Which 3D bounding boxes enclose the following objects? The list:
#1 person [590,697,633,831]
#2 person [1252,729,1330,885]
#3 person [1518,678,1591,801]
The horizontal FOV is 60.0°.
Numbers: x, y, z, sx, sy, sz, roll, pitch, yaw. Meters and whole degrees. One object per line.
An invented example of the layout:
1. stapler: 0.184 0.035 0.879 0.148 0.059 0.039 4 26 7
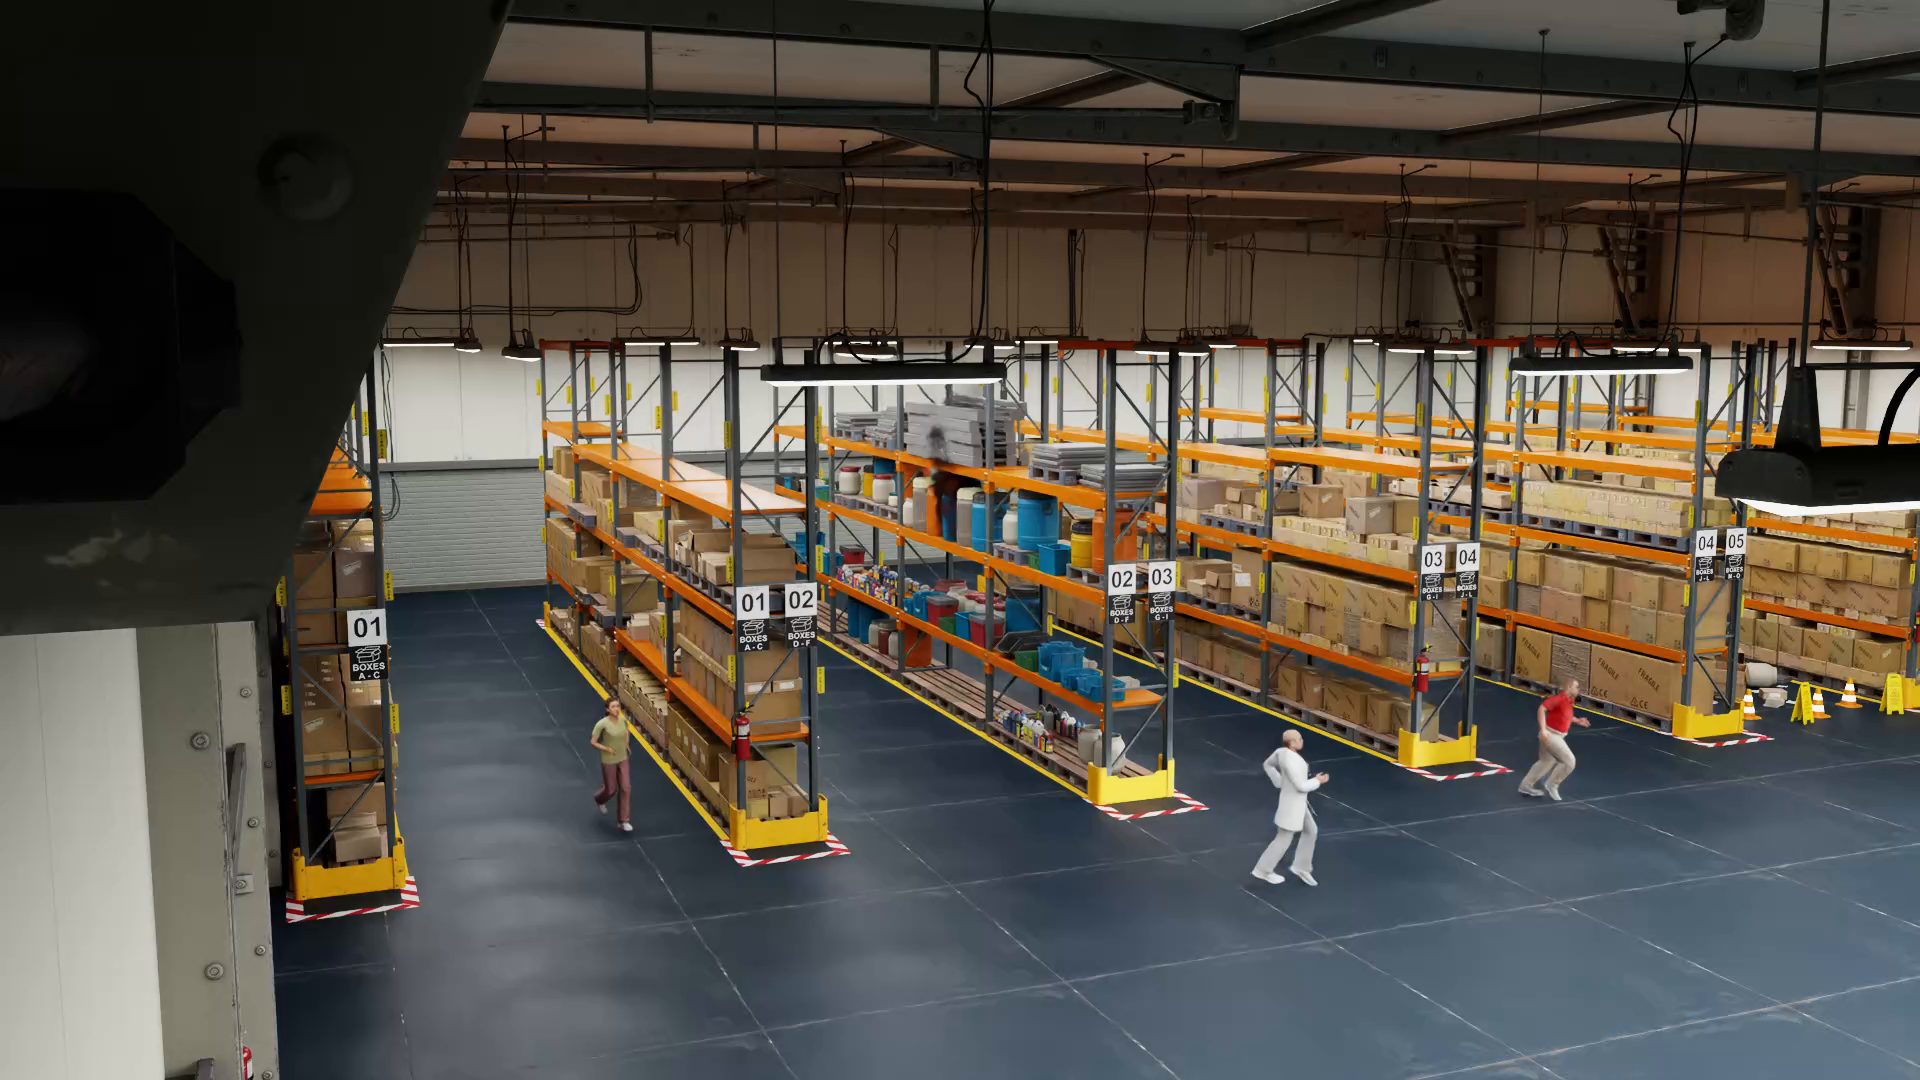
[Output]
1. person: -4.355 2.780 20.931 0.590 1.643 0.880 -6 9 -37
2. person: 3.719 3.032 18.699 0.842 1.850 0.672 1 7 7
3. person: 7.940 2.660 22.205 0.874 1.687 0.668 4 8 25
